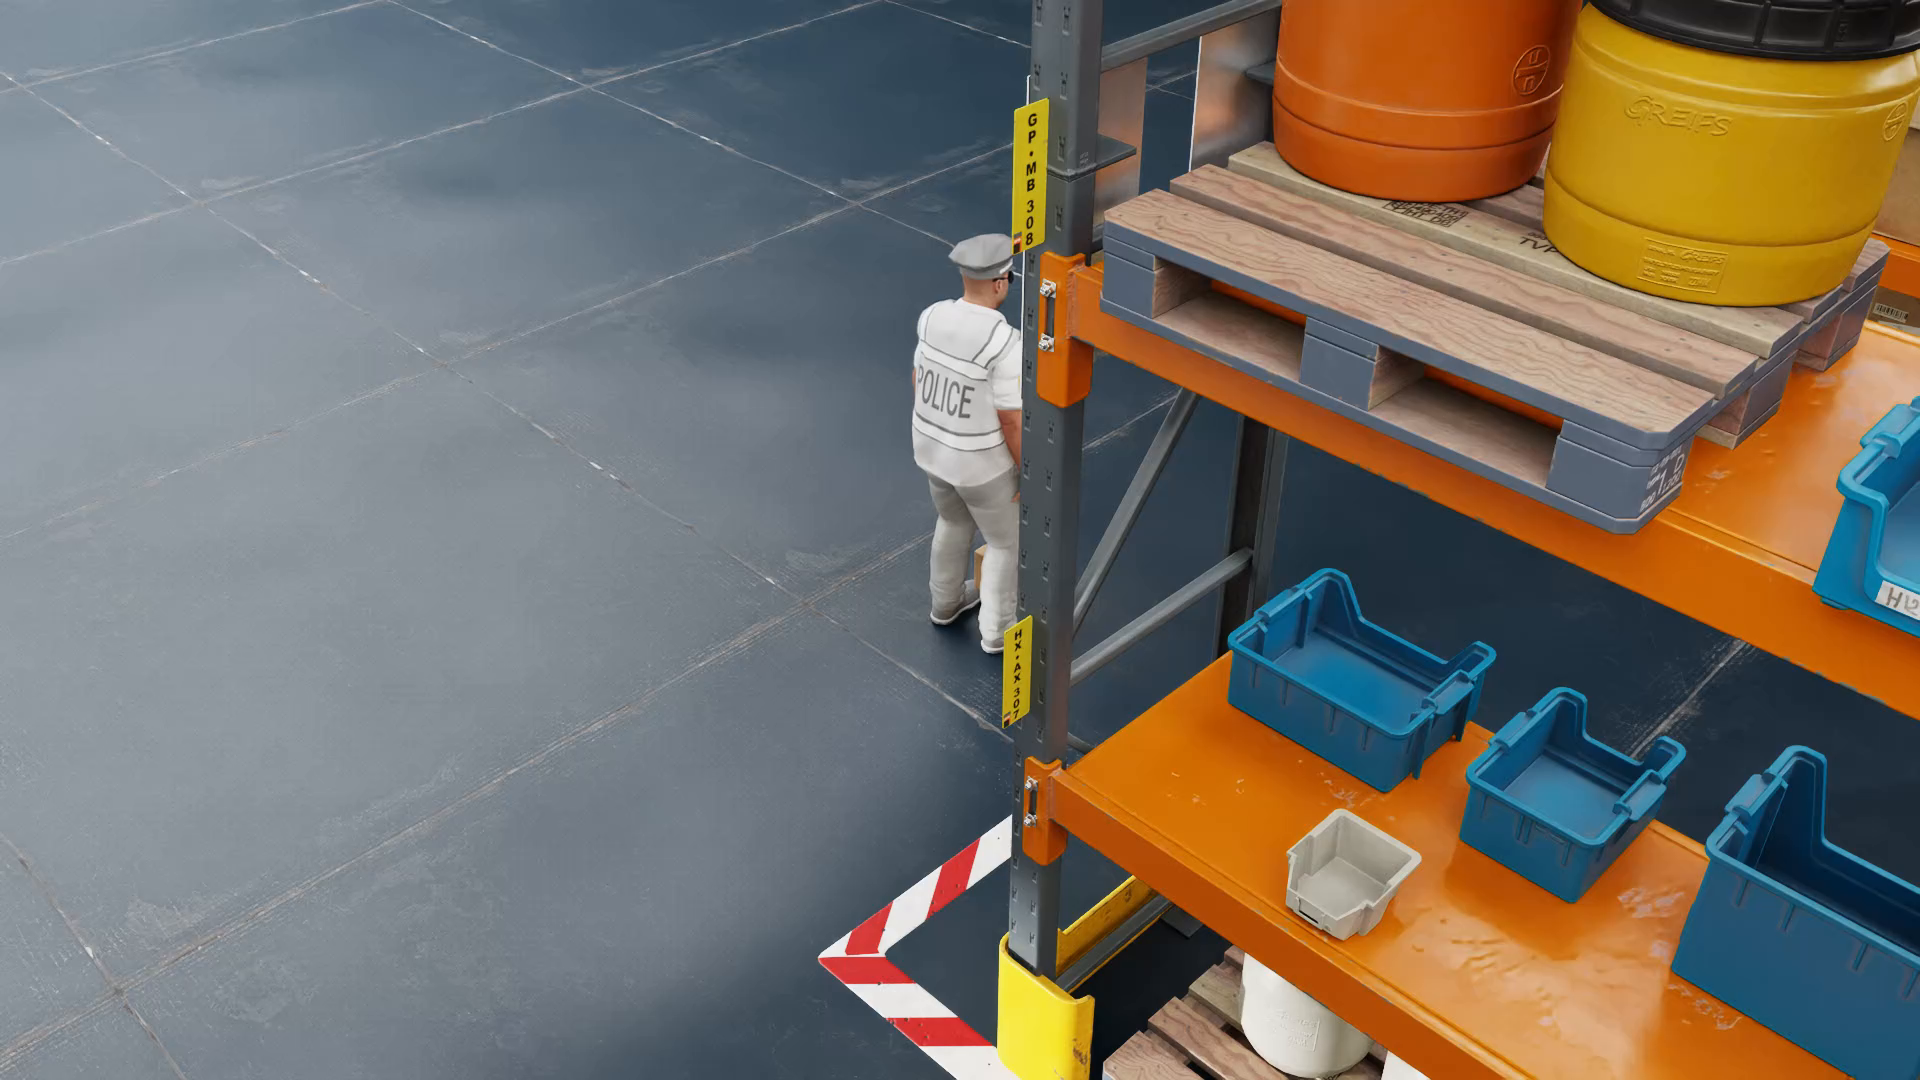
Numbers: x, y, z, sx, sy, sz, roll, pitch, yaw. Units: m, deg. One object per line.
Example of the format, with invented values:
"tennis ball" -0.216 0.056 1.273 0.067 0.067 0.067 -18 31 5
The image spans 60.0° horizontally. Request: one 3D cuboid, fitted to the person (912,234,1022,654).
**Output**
"person" 0.055 -0.348 6.631 0.584 1.747 0.436 29 44 34
